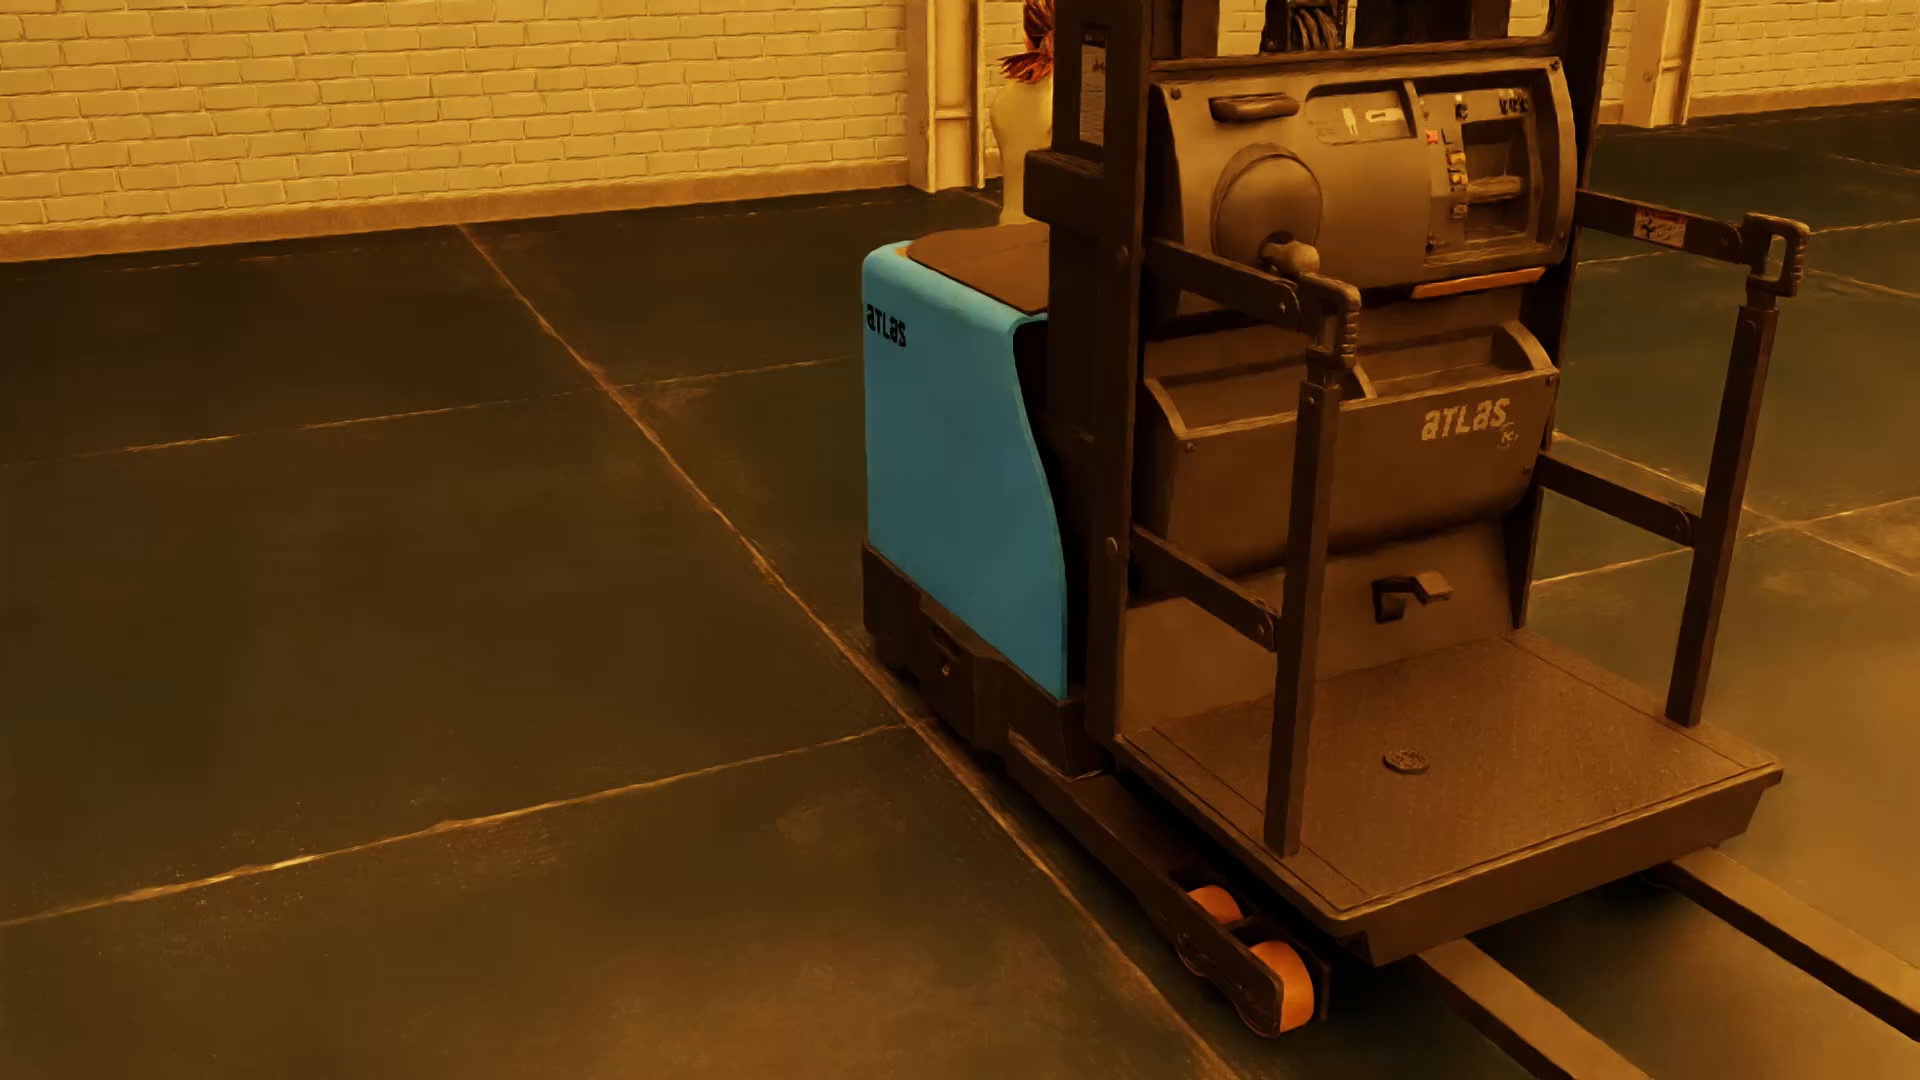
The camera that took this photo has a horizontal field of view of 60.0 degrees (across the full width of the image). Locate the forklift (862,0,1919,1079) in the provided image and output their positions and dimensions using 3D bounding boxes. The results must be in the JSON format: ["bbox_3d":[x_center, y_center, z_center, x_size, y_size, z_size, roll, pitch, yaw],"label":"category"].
[{"bbox_3d":[0.871,-0.664,2.885,1.130,2.935,3.031,-11,25,-25],"label":"forklift"}]

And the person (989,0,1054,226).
[{"bbox_3d":[0.360,-0.821,4.982,0.890,1.622,0.603,-17,28,-36],"label":"person"}]
